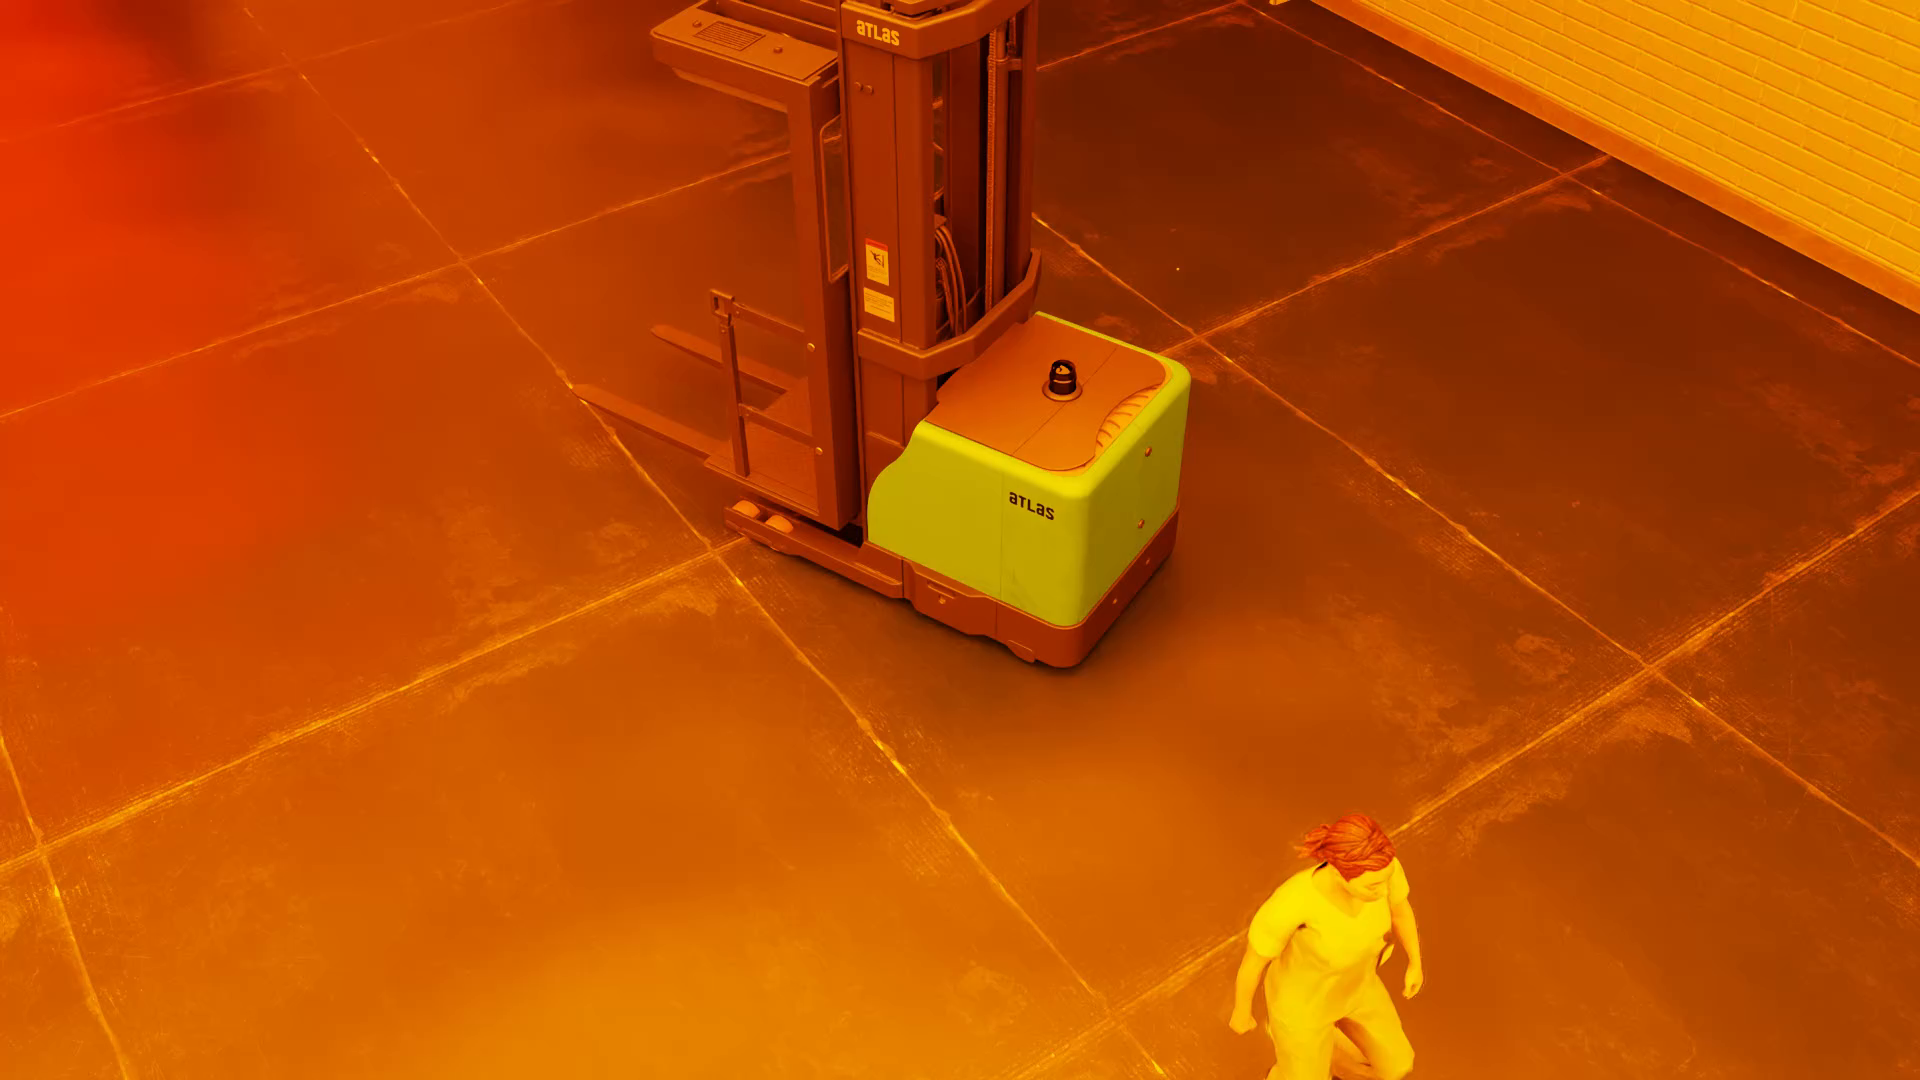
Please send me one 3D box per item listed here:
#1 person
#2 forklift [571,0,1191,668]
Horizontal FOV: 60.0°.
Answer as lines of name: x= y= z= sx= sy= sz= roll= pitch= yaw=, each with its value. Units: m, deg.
person: x=1.142 y=1.406 z=5.133 sx=0.601 sy=1.655 sz=0.468 roll=-23 pitch=48 yaw=-23
forklift: x=-0.511 y=-1.302 z=7.129 sx=3.031 sy=2.935 sz=1.130 roll=24 pitch=48 yaw=24
